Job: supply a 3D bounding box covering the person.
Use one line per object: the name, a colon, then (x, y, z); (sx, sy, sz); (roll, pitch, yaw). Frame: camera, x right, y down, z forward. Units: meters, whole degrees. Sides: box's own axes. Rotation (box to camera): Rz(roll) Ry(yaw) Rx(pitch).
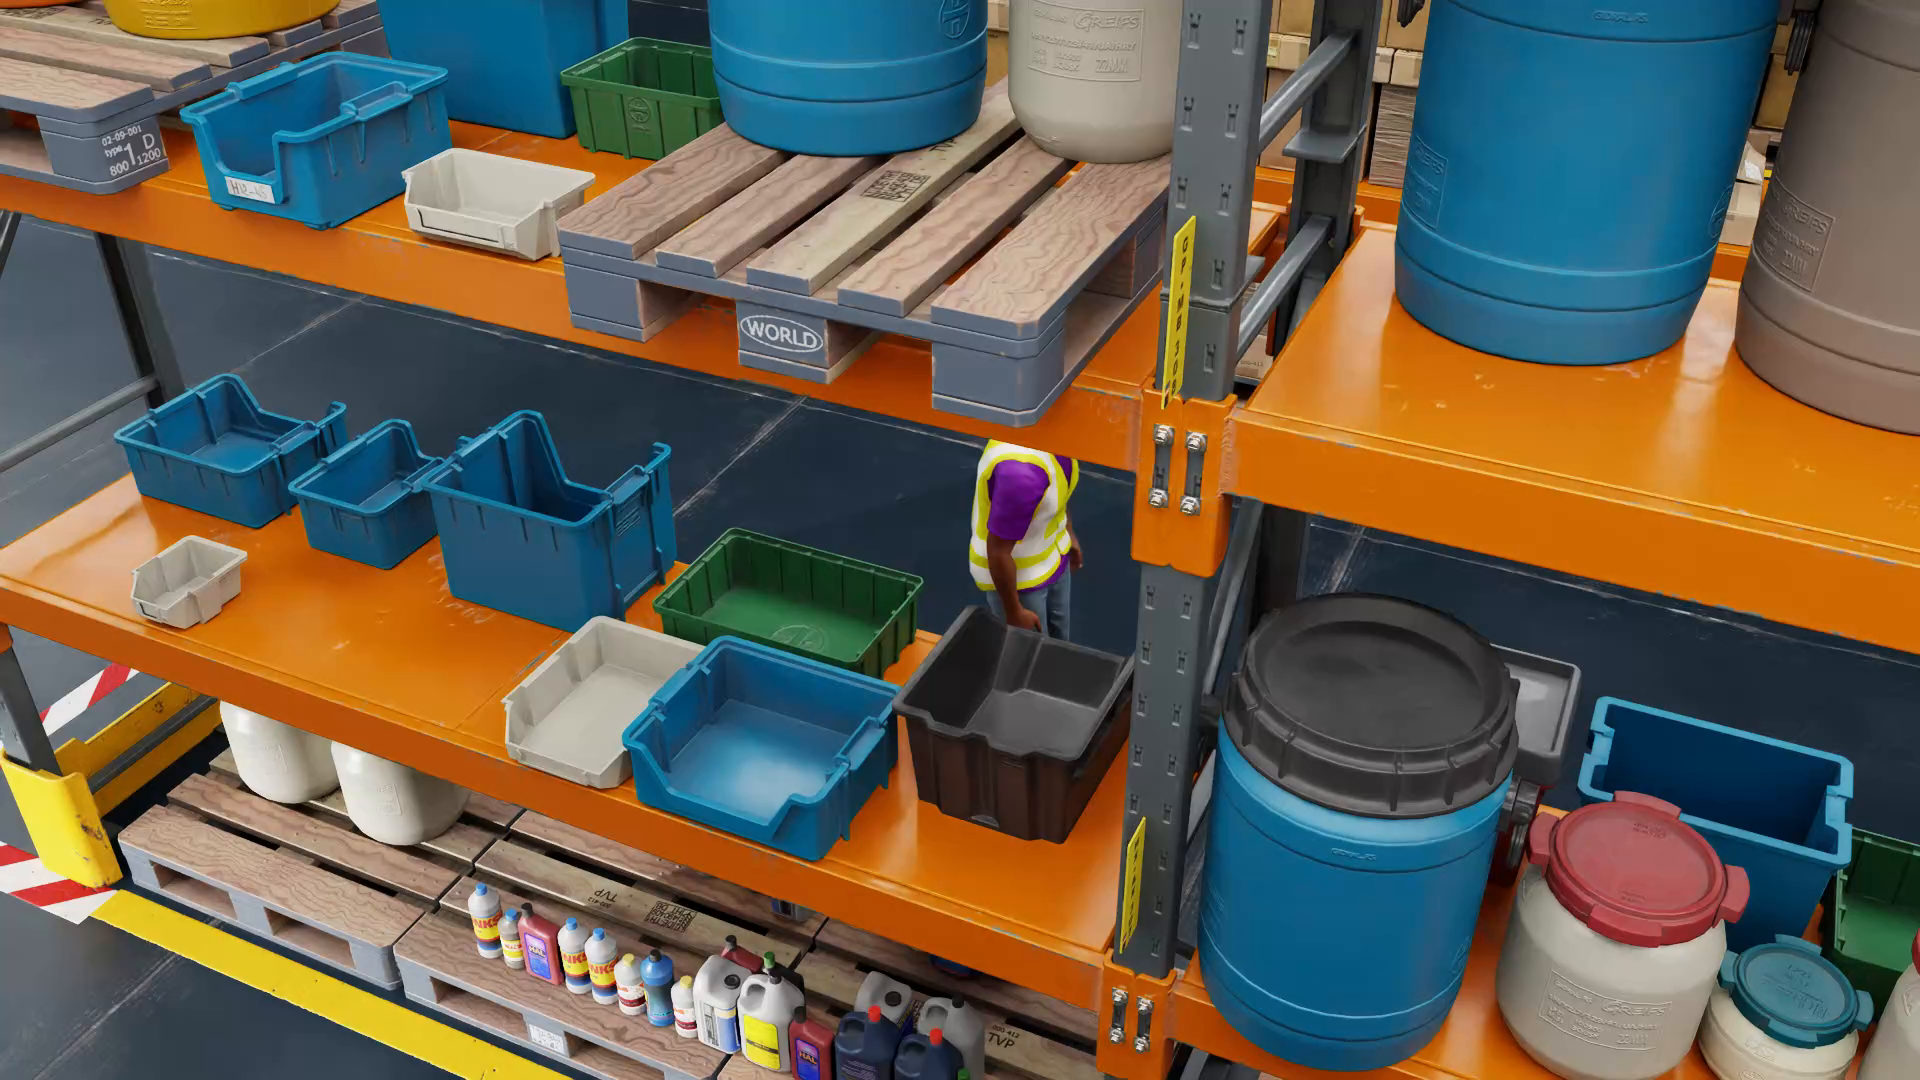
person: (0.277, 0.106, 5.963); (0.454, 1.761, 0.636); (13, 36, 19)
